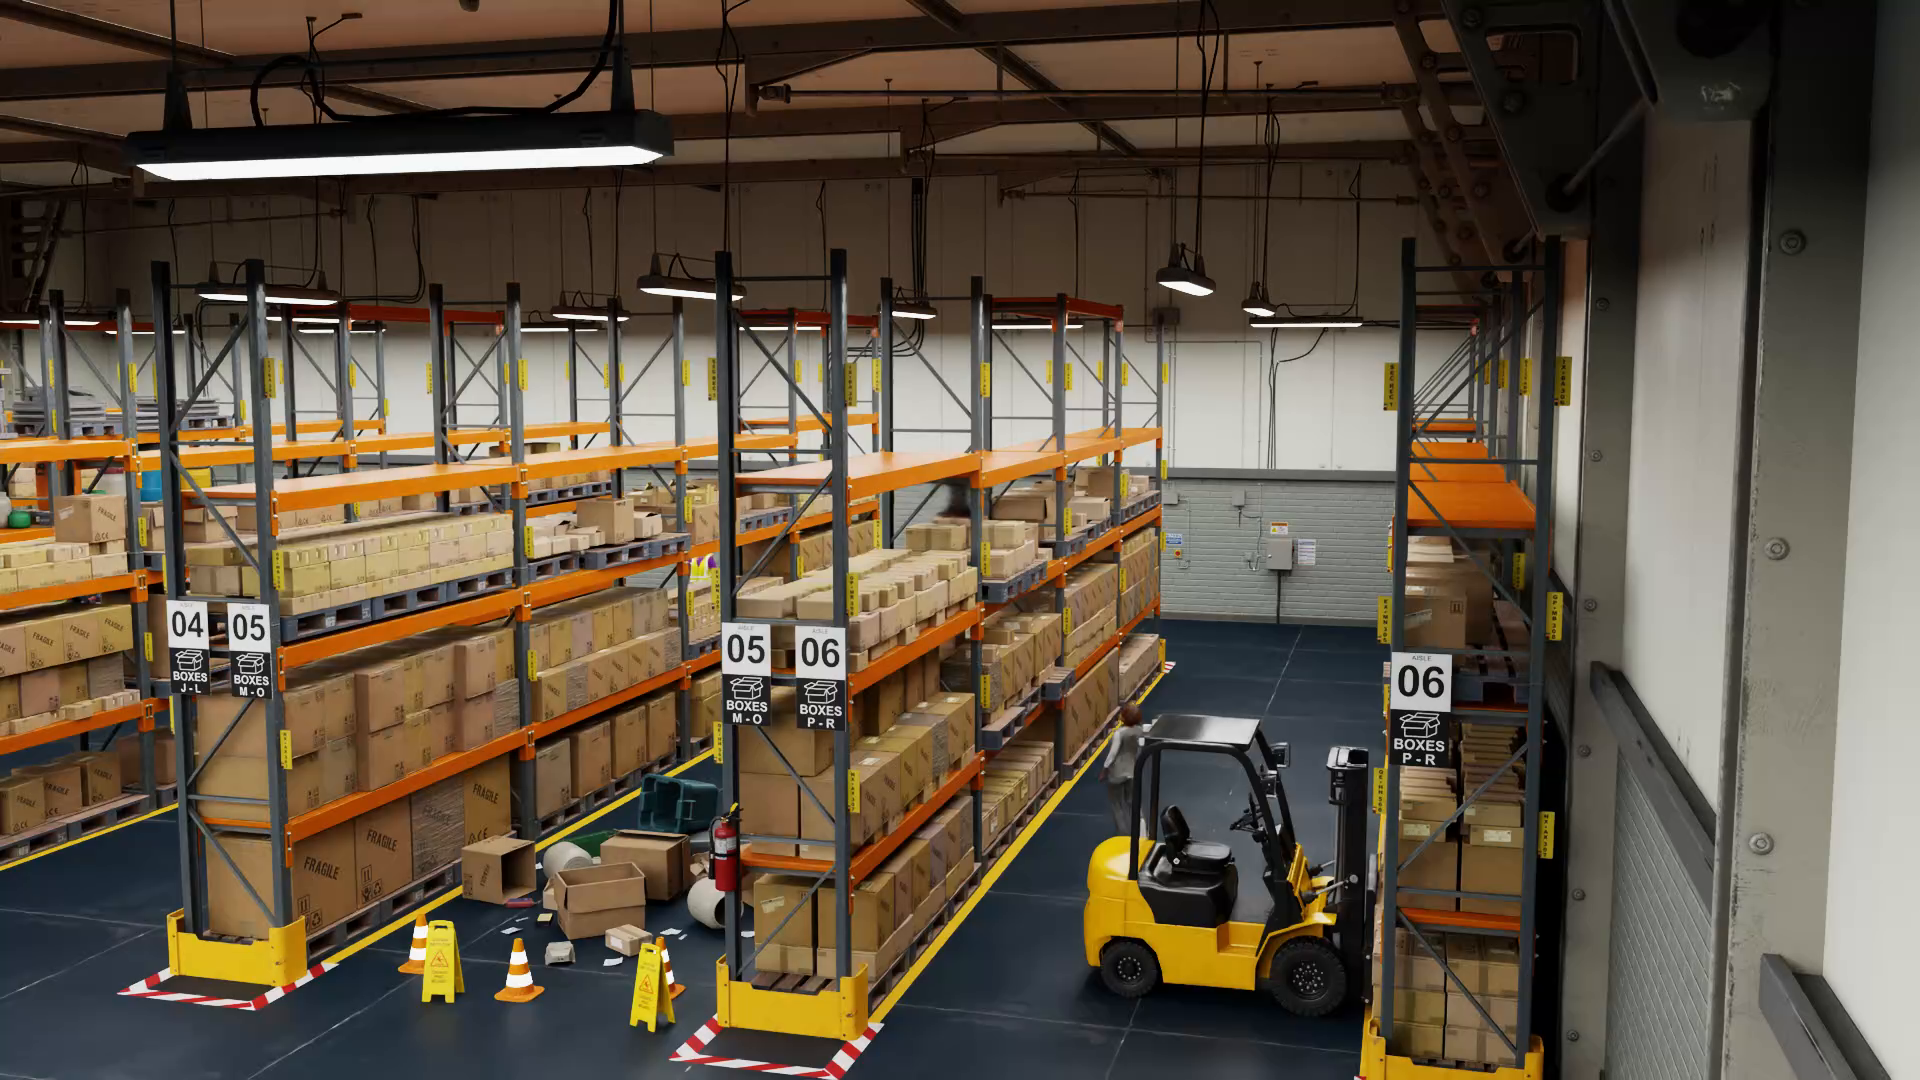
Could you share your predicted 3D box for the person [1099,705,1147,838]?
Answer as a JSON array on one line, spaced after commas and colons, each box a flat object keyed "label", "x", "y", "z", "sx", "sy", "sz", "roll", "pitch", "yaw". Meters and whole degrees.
[{"label": "person", "x": 1.740, "y": 2.525, "z": 17.734, "sx": 0.456, "sy": 1.565, "sz": 0.530, "roll": -2, "pitch": 6, "yaw": -20}]

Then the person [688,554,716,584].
[{"label": "person", "x": -5.113, "y": 0.861, "z": 32.361, "sx": 0.666, "sy": 1.734, "sz": 0.818, "roll": 2, "pitch": 6, "yaw": 20}]
